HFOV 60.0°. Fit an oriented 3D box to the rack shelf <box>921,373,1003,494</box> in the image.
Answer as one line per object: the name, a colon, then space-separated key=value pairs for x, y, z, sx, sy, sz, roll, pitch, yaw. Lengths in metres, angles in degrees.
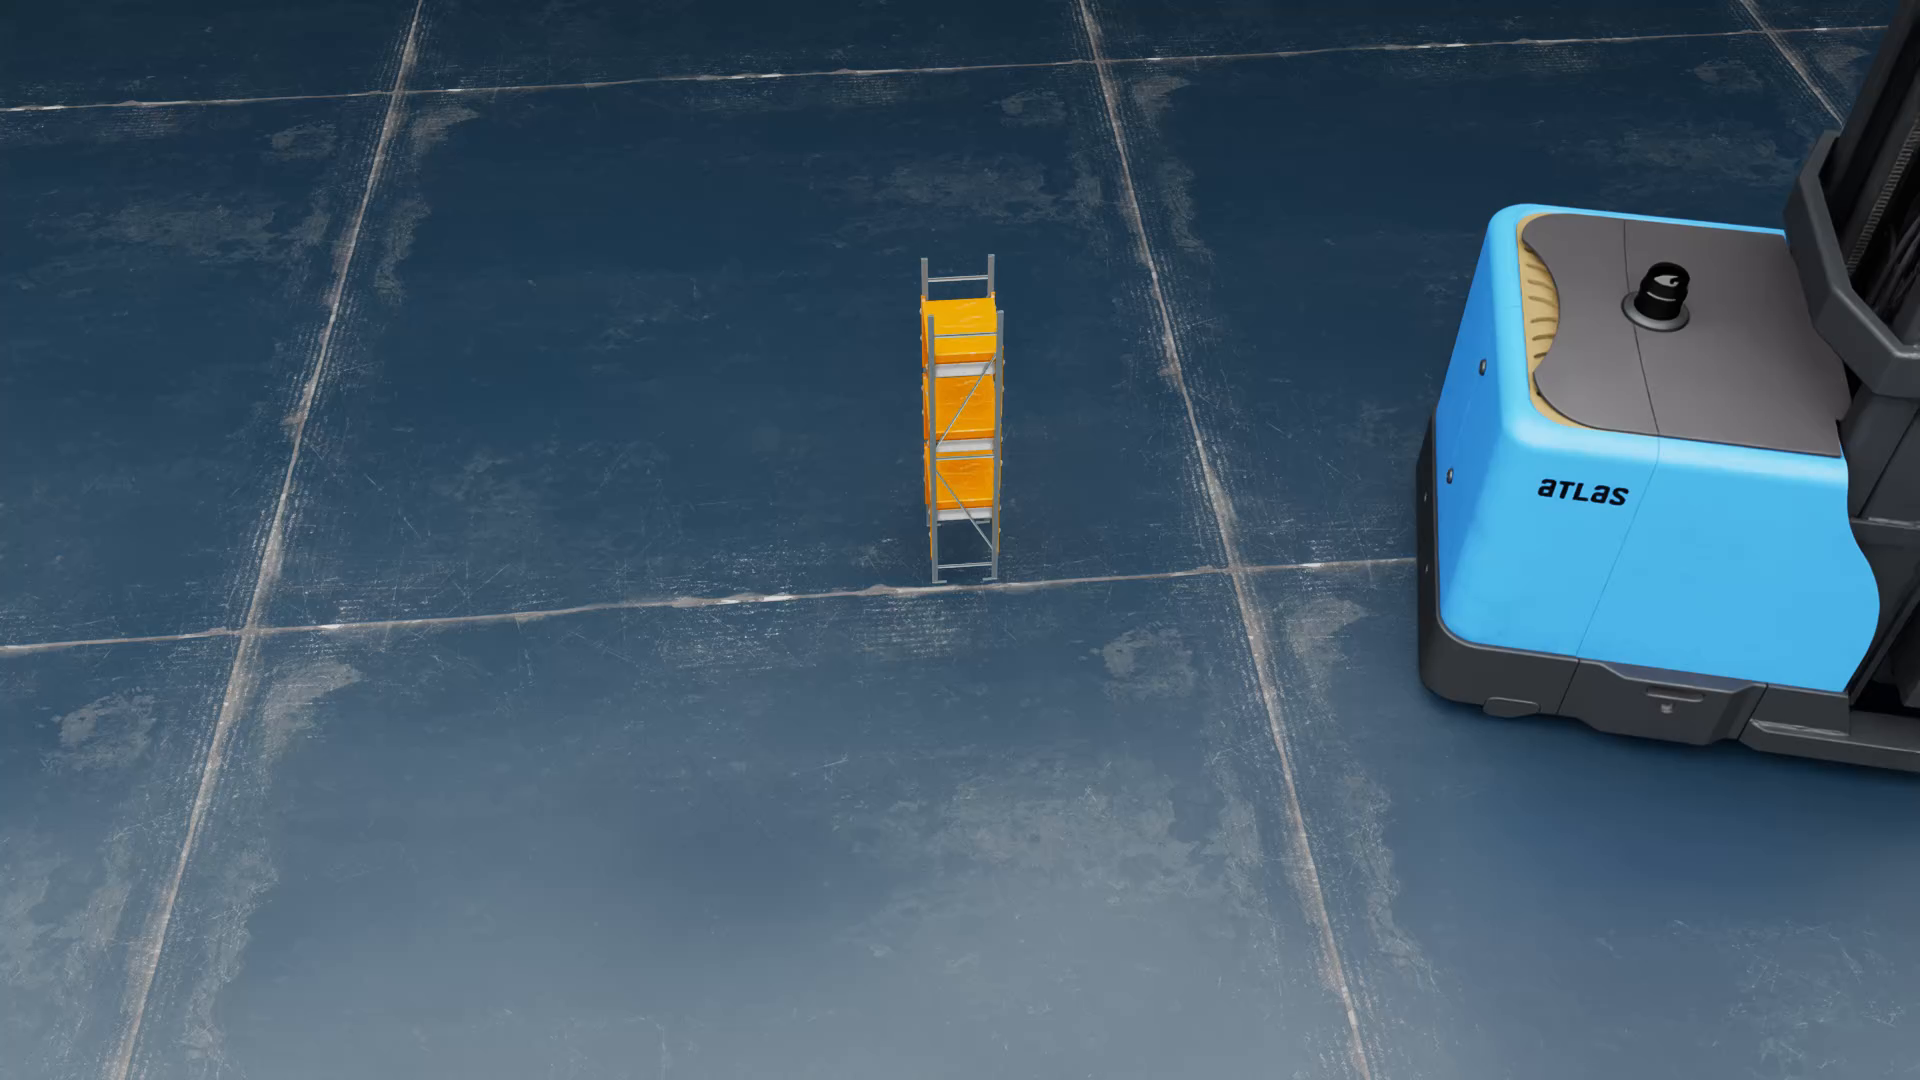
rack shelf: x=0.004 y=-0.315 z=4.840 sx=0.215 sy=0.259 sz=0.240 roll=-3 pitch=47 yaw=-3

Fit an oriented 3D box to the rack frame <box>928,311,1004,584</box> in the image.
rack frame: x=0.015 y=-0.234 z=4.749 sx=0.200 sy=1.050 sz=0.008 roll=-3 pitch=47 yaw=-3

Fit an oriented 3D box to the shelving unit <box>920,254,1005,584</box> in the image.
shelving unit: x=0.004 y=-0.322 z=4.832 sx=0.215 sy=1.050 sz=0.252 roll=-3 pitch=47 yaw=-3

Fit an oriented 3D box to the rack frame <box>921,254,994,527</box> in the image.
rack frame: x=-0.006 y=-0.411 z=4.916 sx=0.200 sy=1.050 sz=0.008 roll=-3 pitch=47 yaw=-3

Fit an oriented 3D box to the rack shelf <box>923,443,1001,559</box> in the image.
rack shelf: x=0.004 y=-0.124 z=5.042 sx=0.215 sy=0.259 sz=0.240 roll=-3 pitch=47 yaw=-3

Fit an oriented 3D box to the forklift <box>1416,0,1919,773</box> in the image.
forklift: x=2.890 y=-0.694 z=3.888 sx=3.031 sy=2.935 sz=1.130 roll=7 pitch=47 yaw=7

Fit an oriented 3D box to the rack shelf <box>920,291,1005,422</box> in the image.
rack shelf: x=0.004 y=-0.510 z=4.634 sx=0.215 sy=0.259 sz=0.240 roll=-3 pitch=47 yaw=-3
